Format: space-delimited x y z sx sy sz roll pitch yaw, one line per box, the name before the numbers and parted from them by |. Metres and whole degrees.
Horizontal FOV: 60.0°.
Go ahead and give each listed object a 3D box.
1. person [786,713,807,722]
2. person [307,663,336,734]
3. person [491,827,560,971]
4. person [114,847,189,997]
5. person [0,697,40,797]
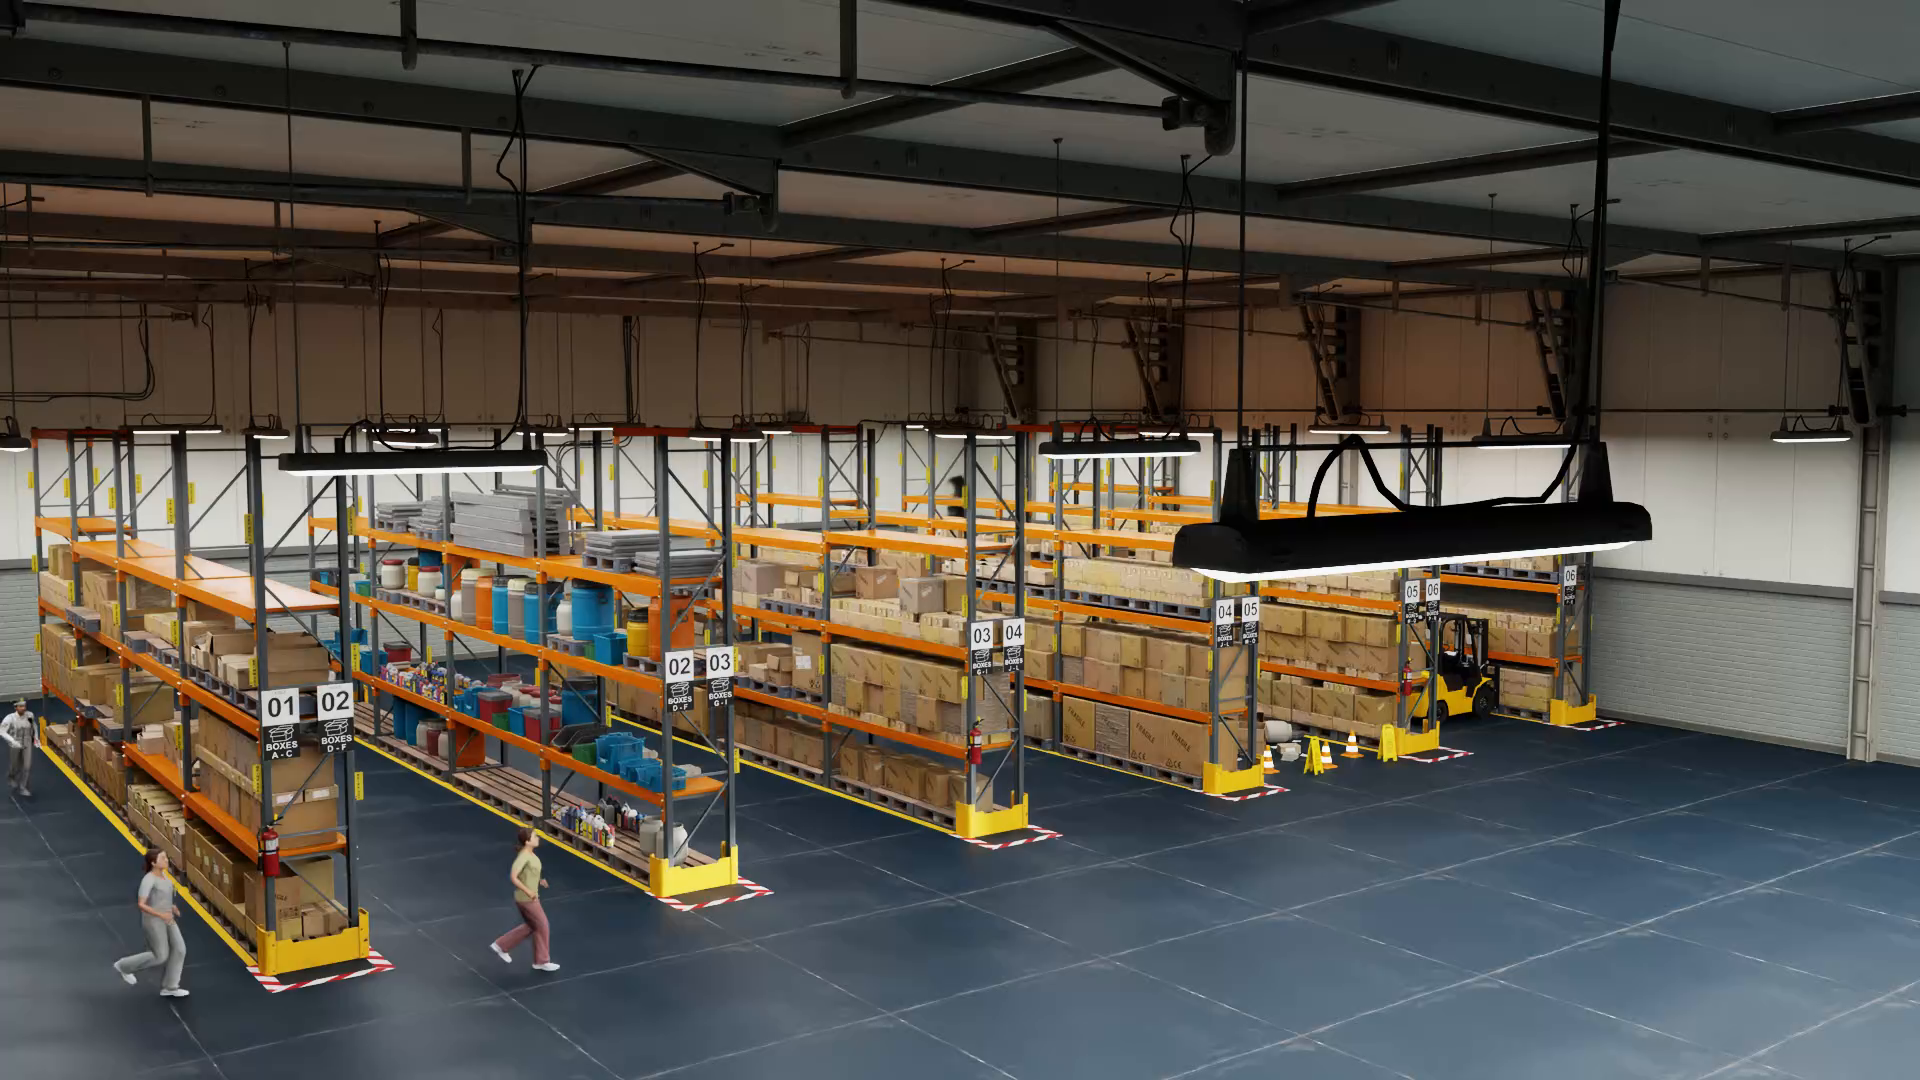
person | -3.357 2.886 33.599 0.700 1.646 0.615 3 5 33
person | -11.933 3.043 31.004 0.853 1.722 0.695 4 6 43
person | -4.905 4.045 18.682 0.762 1.661 0.624 -1 5 -9
person | -8.710 4.118 17.921 0.765 1.633 0.574 0 4 1
person | -15.501 3.371 27.364 0.751 1.646 0.611 4 6 43
